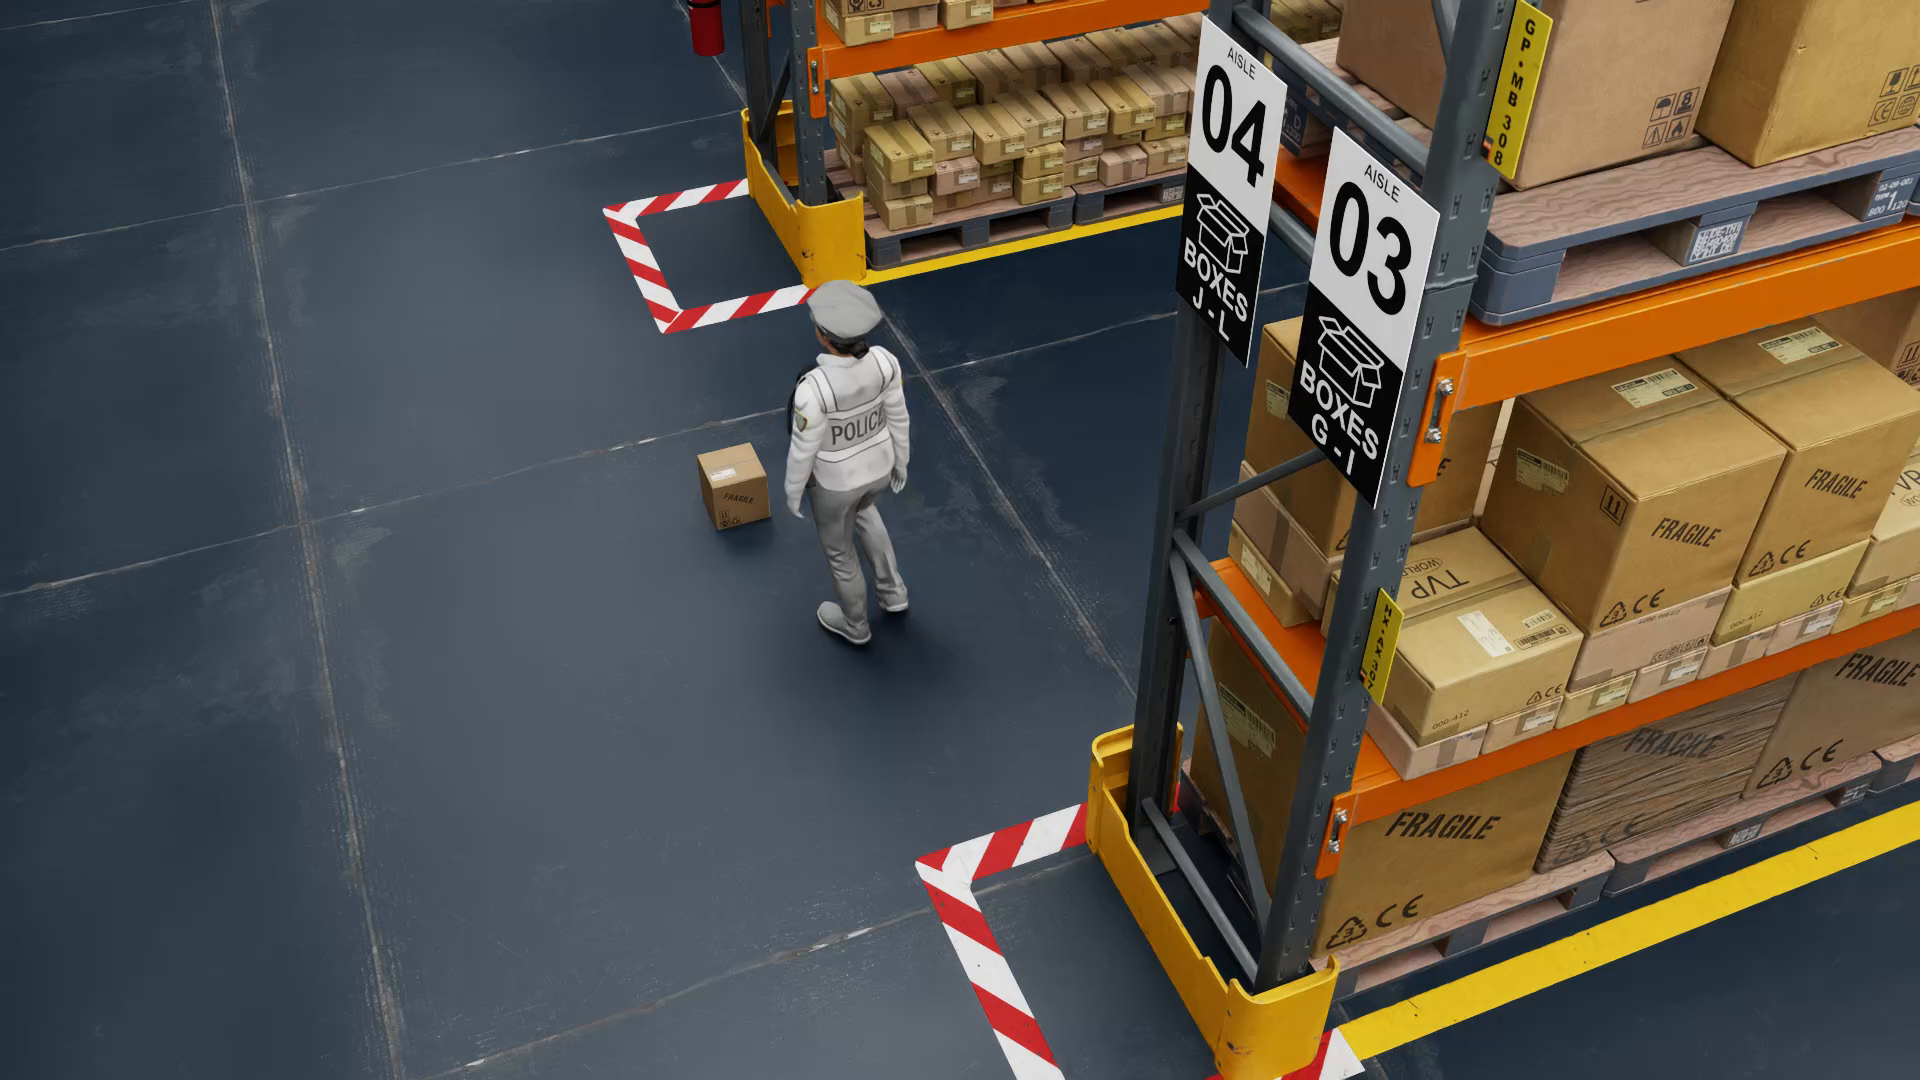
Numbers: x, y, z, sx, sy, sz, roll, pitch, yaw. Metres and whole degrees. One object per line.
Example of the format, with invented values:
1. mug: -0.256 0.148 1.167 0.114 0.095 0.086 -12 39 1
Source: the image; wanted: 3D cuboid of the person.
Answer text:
1. person: -0.455 -0.264 6.423 0.503 1.684 0.407 -29 49 -28
